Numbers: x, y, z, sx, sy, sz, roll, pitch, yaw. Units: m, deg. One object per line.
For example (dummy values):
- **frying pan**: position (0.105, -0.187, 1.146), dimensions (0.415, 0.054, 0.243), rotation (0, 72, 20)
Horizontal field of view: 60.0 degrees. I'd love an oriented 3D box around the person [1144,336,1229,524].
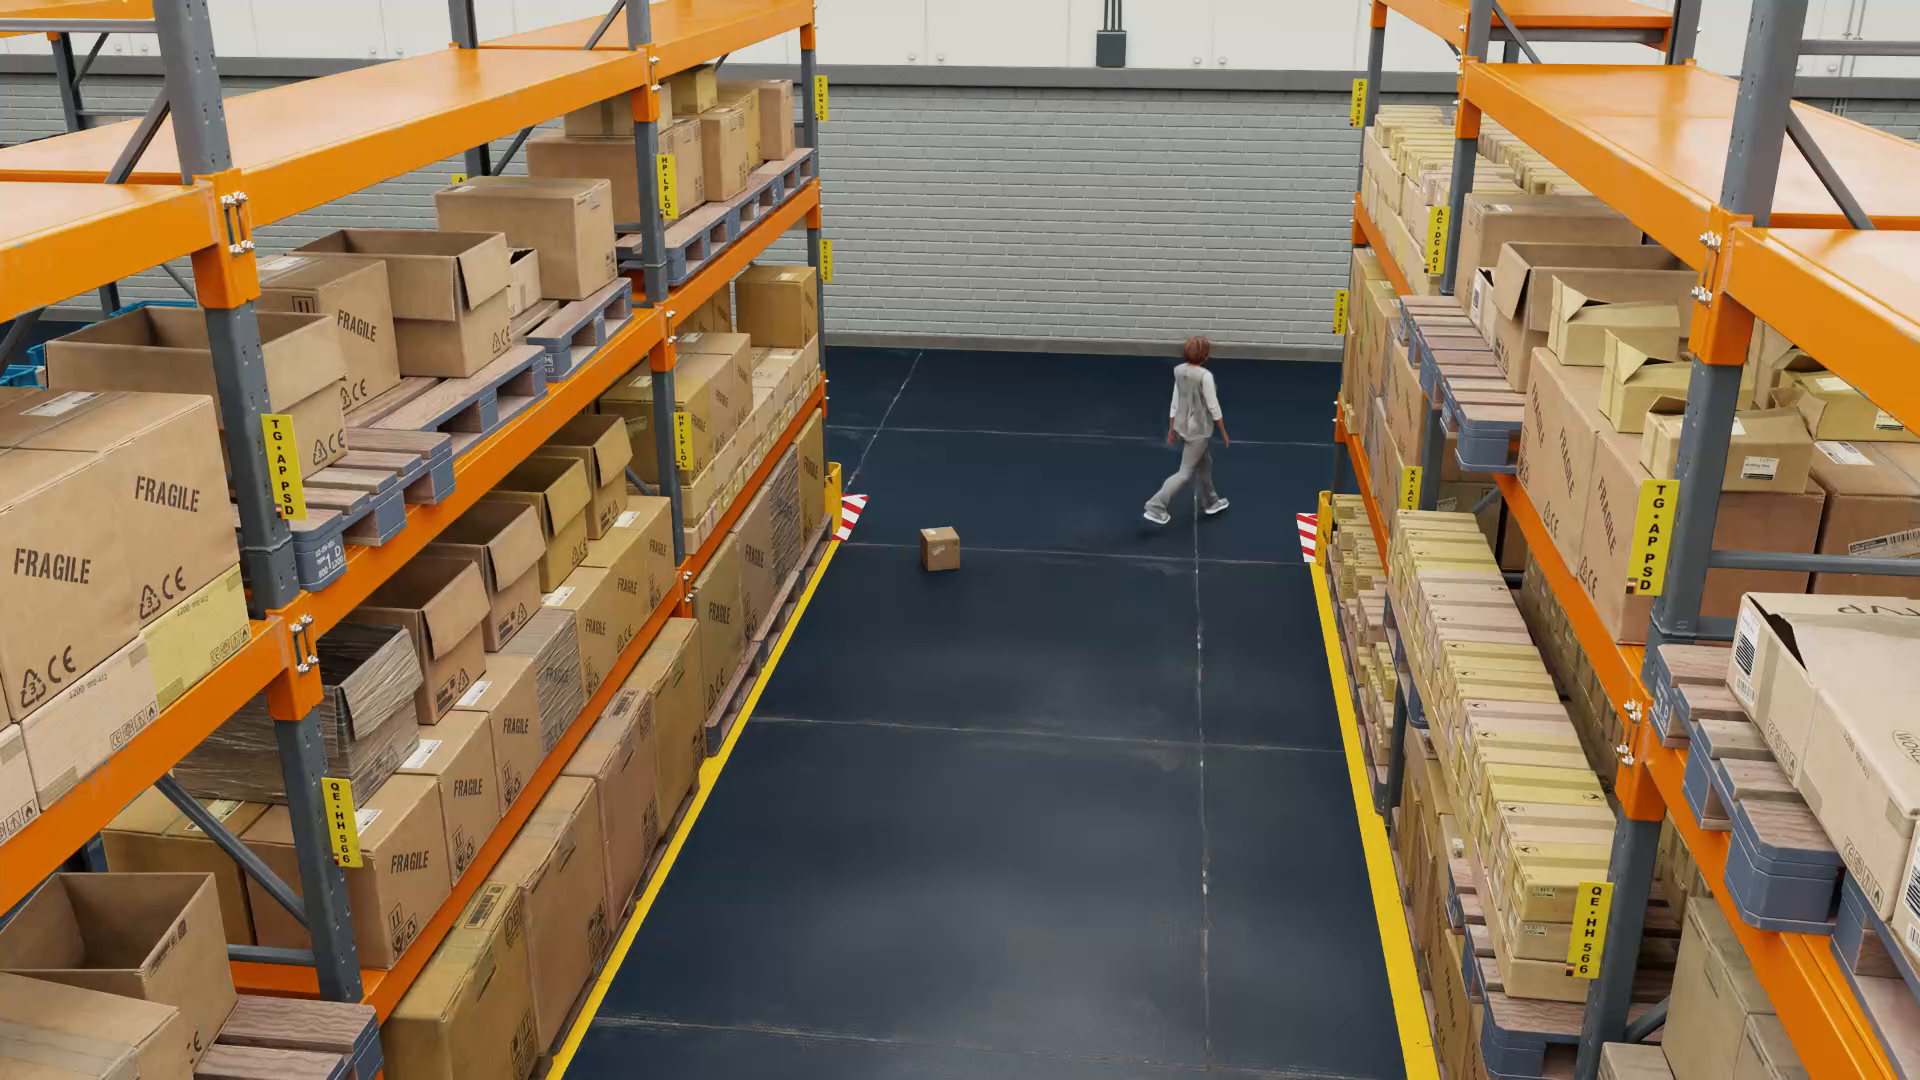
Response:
- **person**: position (1.887, -0.876, 13.308), dimensions (0.952, 1.543, 0.427), rotation (-12, 24, -28)
